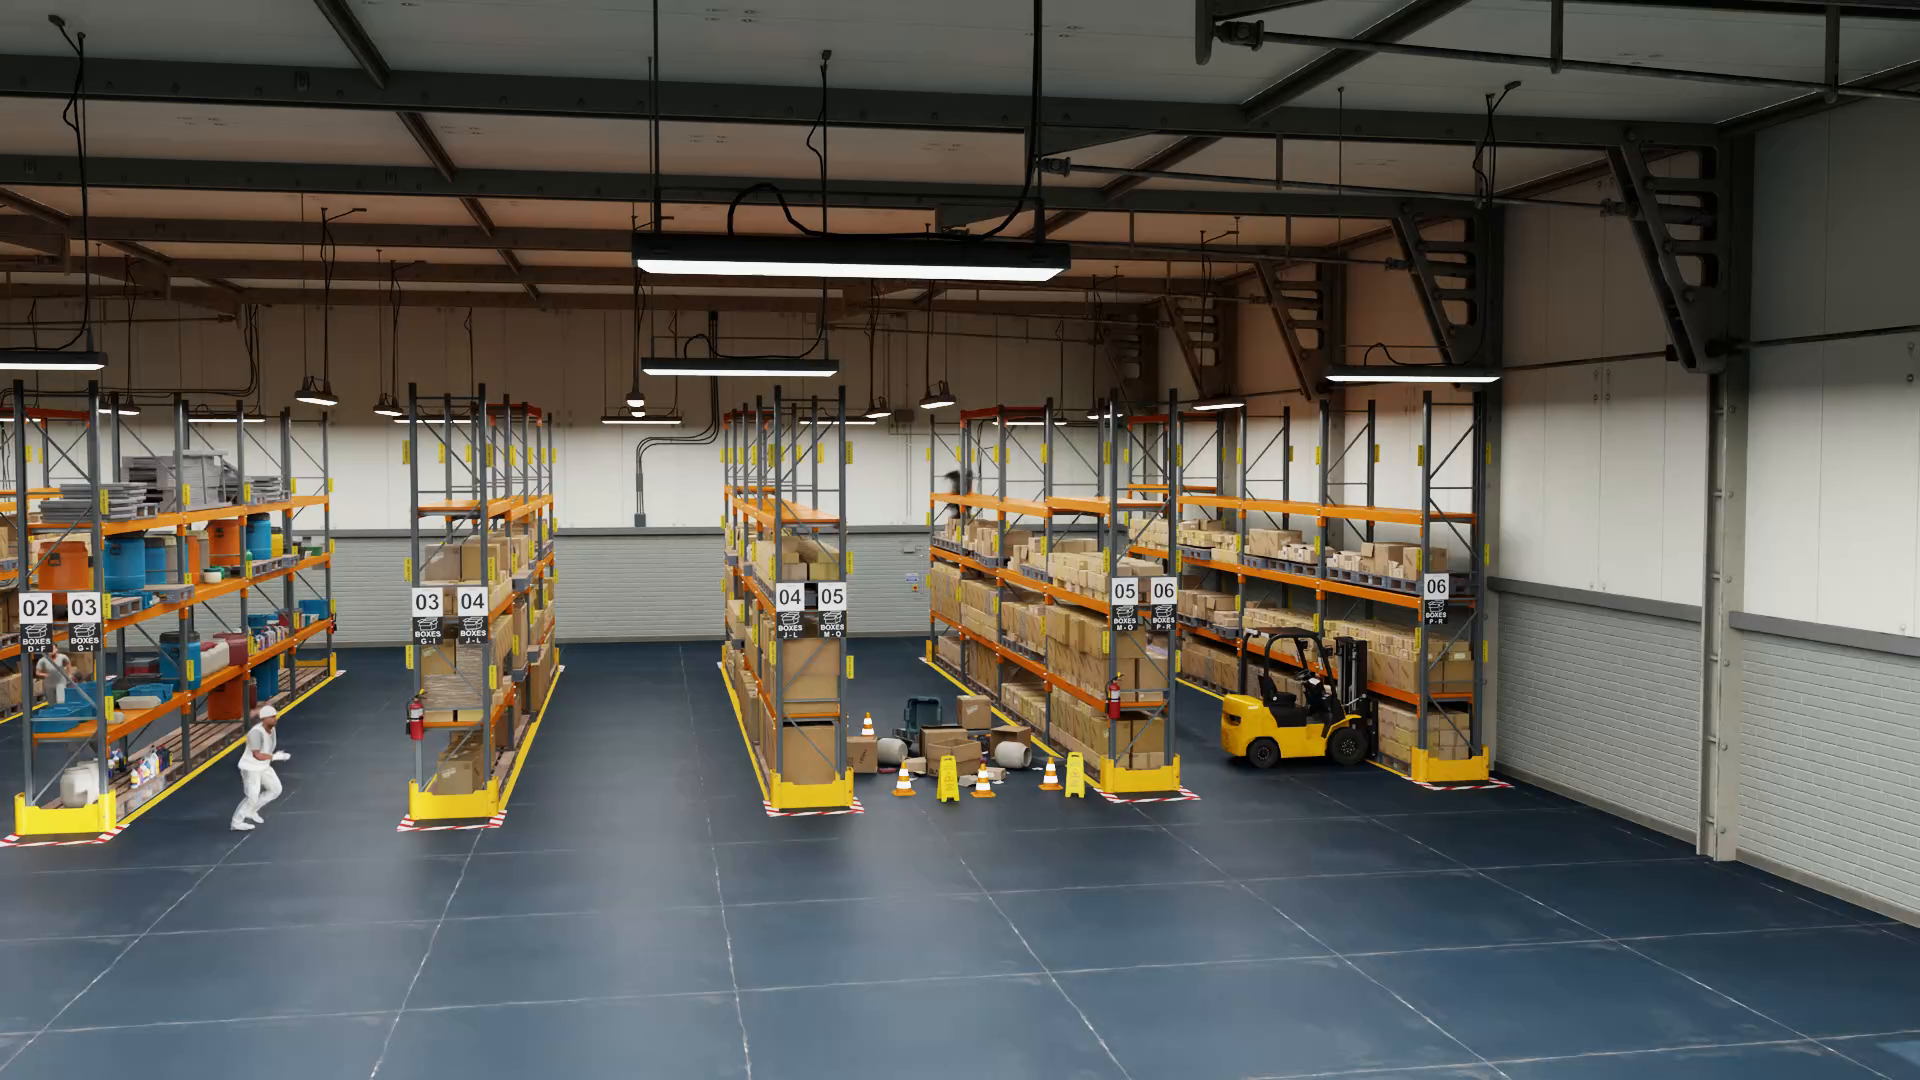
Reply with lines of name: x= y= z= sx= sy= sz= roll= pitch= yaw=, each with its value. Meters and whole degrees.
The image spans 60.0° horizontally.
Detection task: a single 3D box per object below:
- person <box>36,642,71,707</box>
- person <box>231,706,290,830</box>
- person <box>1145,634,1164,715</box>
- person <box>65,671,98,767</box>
person: x=-16.385 y=2.659 z=30.103 sx=0.570 sy=1.634 sz=0.963 roll=-1 pitch=3 yaw=-24
person: x=-9.328 y=3.036 z=22.226 sx=0.842 sy=1.668 sz=0.710 roll=0 pitch=3 yaw=4
person: x=3.606 y=2.597 z=31.767 sx=0.600 sy=1.617 sz=0.580 roll=0 pitch=3 yaw=-9
person: x=-13.979 y=2.866 z=26.462 sx=0.730 sy=1.601 sz=0.808 roll=-1 pitch=3 yaw=-27
